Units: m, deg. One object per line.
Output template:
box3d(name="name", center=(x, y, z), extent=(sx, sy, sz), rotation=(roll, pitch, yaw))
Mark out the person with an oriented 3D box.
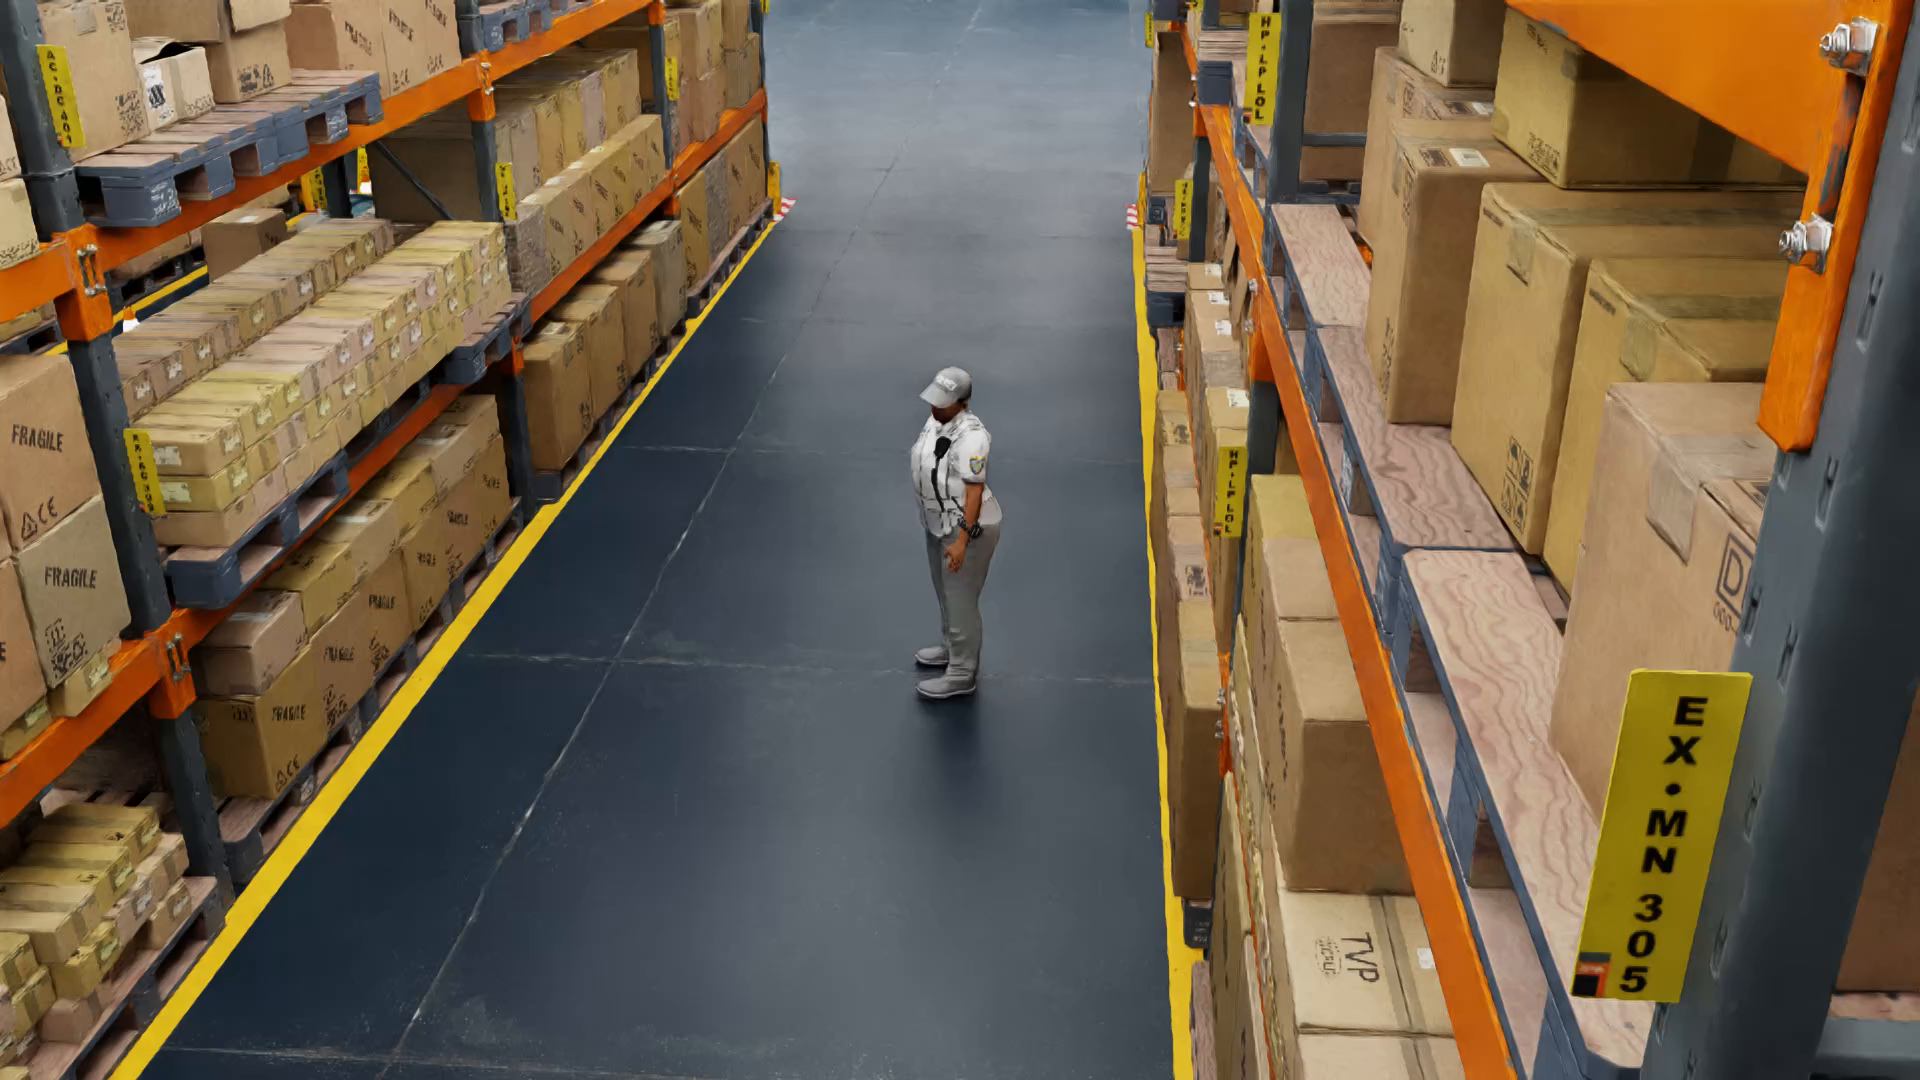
box3d(name="person", center=(-0.060, -0.054, 8.165), extent=(0.462, 1.673, 0.546), rotation=(-11, 27, -22))
